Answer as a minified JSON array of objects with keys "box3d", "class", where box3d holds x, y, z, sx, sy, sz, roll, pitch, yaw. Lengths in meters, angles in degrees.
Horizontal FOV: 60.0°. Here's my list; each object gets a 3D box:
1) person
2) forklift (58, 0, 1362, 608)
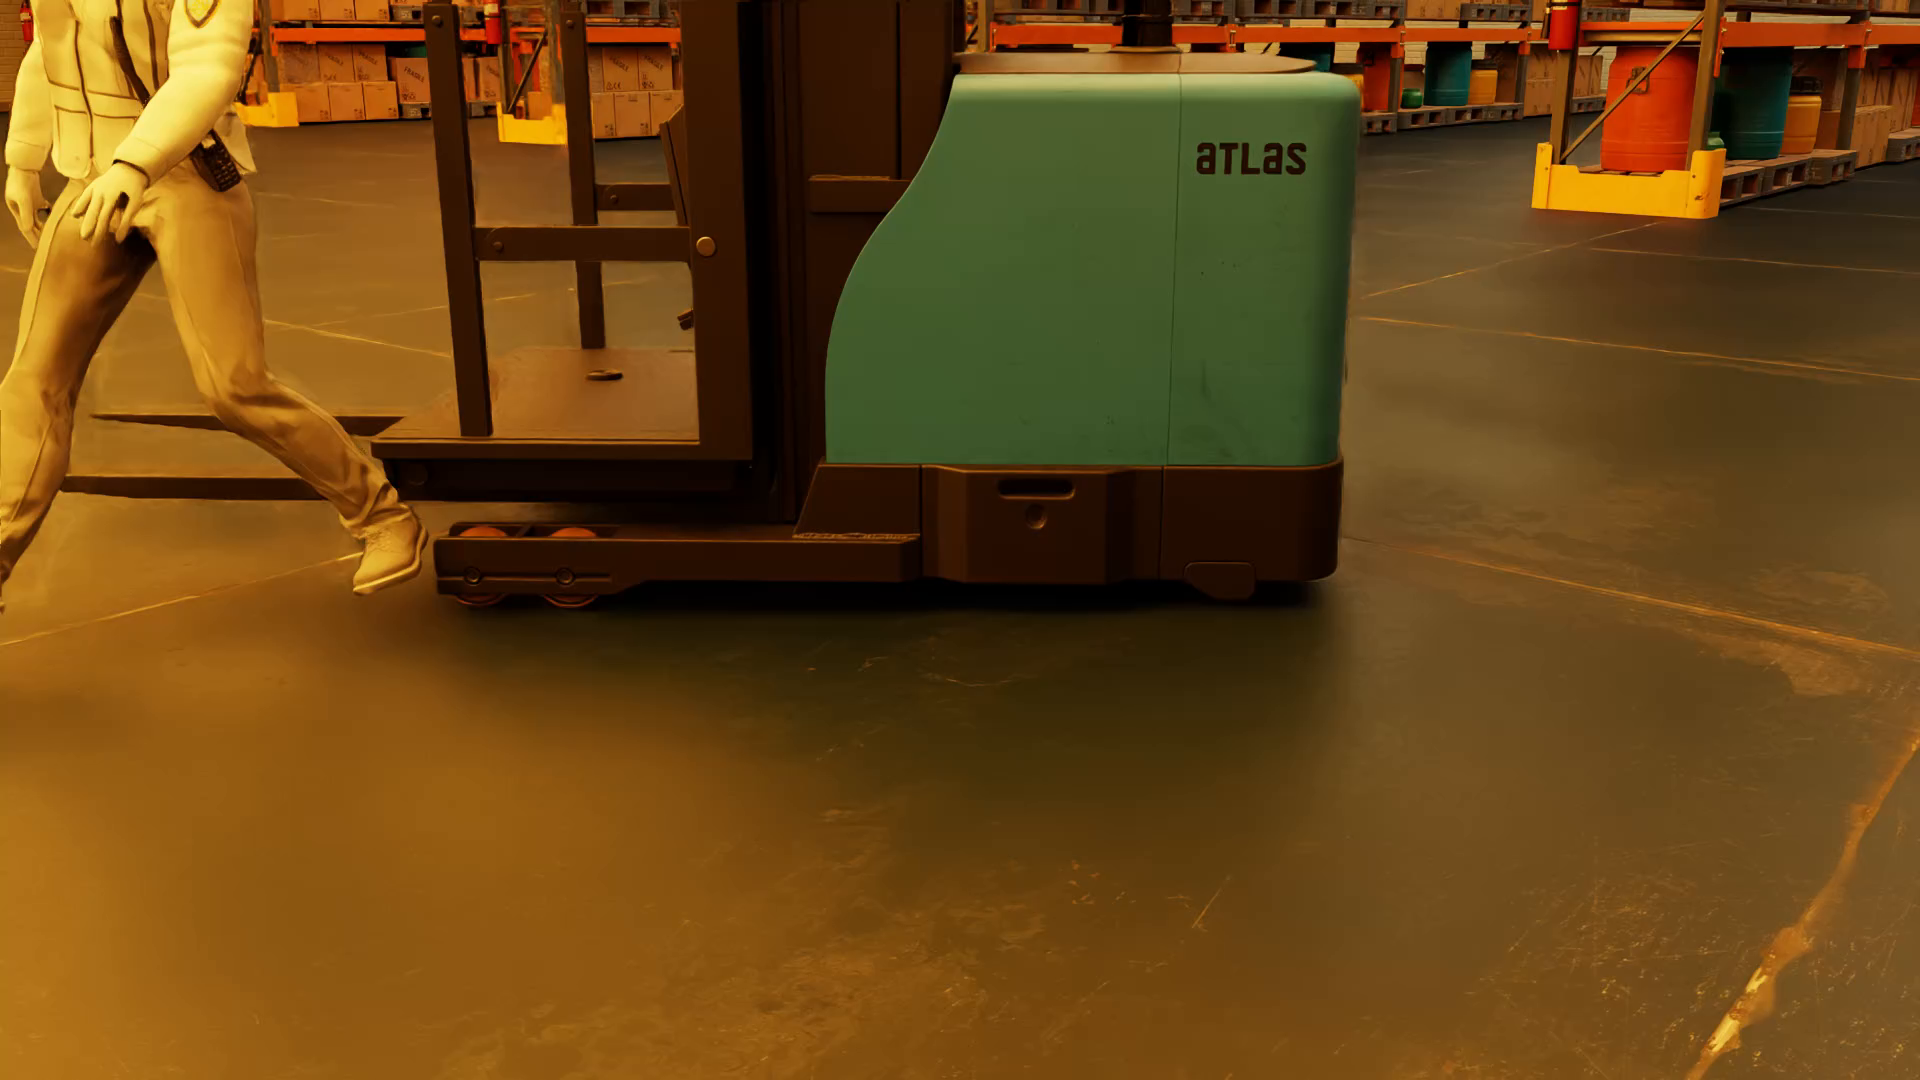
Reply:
[{"box3d":[-1.563,-0.606,2.974,0.822,1.549,0.892,7,18,23],"class":"person"},{"box3d":[-0.709,-1.413,3.550,3.031,2.935,1.130,1,17,2],"class":"forklift"}]
